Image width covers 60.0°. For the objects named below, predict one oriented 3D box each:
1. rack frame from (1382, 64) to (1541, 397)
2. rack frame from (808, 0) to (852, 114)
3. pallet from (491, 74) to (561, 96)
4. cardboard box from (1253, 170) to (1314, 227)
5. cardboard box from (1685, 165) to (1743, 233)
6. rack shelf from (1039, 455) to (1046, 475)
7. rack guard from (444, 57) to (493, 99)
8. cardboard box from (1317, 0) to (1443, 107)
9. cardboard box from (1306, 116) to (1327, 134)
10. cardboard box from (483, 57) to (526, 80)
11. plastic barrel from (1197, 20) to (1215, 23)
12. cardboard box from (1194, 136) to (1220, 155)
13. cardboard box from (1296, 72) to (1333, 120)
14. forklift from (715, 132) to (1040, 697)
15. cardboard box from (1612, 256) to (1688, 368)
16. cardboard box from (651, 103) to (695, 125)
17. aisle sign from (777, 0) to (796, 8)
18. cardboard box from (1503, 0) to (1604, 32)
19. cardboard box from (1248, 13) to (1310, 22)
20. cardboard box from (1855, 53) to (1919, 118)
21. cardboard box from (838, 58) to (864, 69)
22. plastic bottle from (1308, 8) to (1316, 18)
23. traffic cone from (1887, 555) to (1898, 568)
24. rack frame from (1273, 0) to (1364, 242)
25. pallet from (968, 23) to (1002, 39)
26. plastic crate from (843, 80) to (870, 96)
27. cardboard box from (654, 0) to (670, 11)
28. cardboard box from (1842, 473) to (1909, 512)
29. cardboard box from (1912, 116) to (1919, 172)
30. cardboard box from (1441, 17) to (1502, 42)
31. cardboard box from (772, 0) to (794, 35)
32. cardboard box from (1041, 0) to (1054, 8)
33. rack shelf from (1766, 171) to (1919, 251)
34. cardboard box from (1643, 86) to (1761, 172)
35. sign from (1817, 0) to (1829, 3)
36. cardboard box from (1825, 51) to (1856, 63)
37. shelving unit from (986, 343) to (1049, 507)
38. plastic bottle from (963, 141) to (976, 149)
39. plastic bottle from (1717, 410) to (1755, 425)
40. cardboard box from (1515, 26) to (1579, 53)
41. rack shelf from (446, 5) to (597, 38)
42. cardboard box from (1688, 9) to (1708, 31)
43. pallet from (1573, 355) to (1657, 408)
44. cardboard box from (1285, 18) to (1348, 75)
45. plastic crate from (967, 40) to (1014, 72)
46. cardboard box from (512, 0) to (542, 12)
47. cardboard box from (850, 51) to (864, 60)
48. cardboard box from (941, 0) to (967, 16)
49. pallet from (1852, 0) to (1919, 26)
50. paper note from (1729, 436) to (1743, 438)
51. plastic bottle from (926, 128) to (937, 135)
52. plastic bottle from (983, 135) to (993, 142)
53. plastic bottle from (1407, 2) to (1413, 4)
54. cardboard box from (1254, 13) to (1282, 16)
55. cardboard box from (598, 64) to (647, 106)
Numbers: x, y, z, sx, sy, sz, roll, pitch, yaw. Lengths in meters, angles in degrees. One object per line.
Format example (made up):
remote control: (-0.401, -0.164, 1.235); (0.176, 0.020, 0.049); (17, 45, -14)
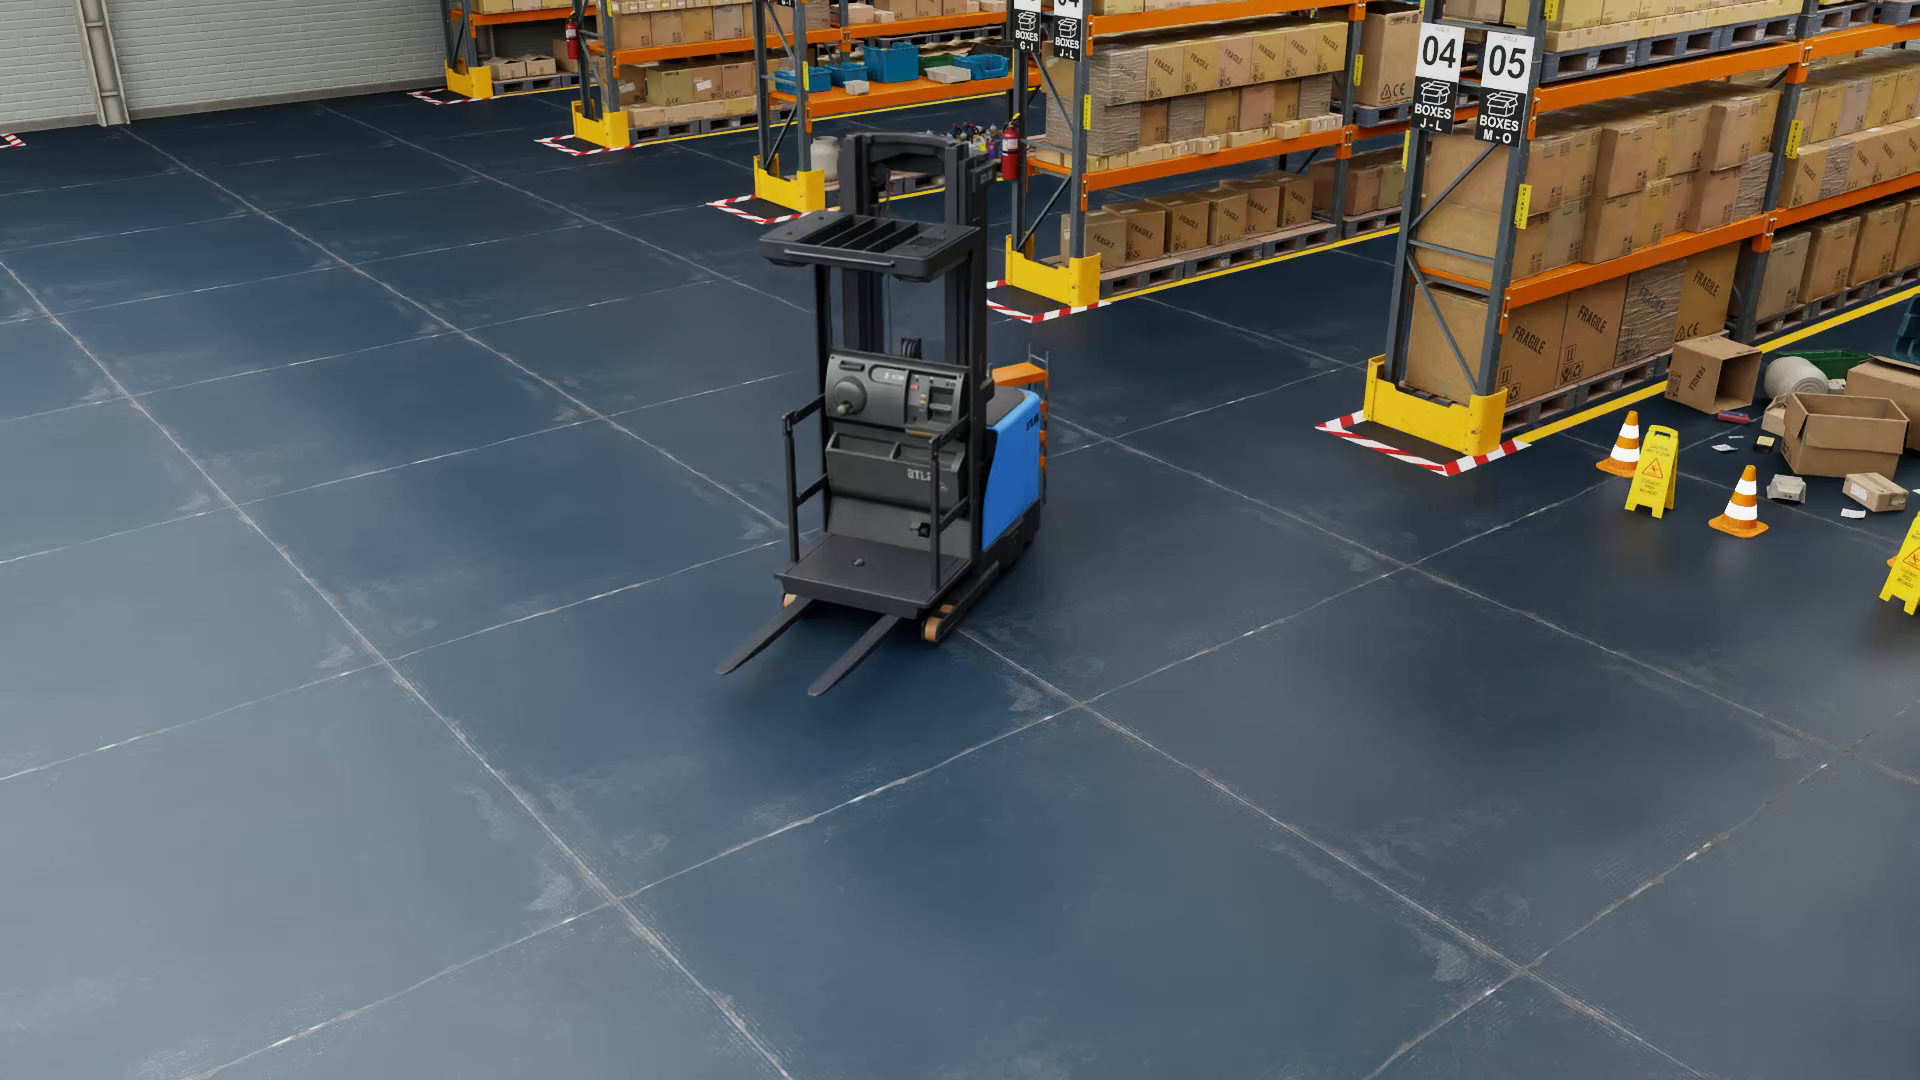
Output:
rack frame: (3.873, -2.253, 13.041); (0.127, 3.000, 1.000); (-18, 31, -34)
rack frame: (-2.070, -8.244, 25.950); (0.127, 3.000, 1.000); (-18, 31, -34)
pallet: (-7.557, -7.799, 28.304); (1.213, 0.211, 1.003); (-18, 31, -34)
cardboard box: (3.700, -3.927, 19.119); (0.500, 0.500, 0.500); (-19, 31, -36)
cardboard box: (6.319, -3.110, 14.709); (0.550, 0.550, 0.875); (-18, 31, -34)
rack shelf: (0.358, -0.535, 12.108); (0.480, 0.148, 0.258); (-15, 29, -29)
rack guard: (-8.218, -7.731, 27.813); (0.348, 0.500, 1.175); (-18, 31, -34)
cardboard box: (4.751, -5.584, 19.007); (1.000, 1.000, 1.000); (-18, 30, -34)
cardboard box: (3.849, -4.632, 18.466); (0.250, 0.149, 0.380); (-18, 31, -34)
cardboard box: (-7.678, -7.975, 28.041); (0.500, 0.311, 0.500); (-23, 33, -40)
plastic barrel: (3.453, -7.354, 23.899); (0.421, 0.512, 0.421); (0, 25, 0)
cardboard box: (2.503, -4.161, 17.450); (0.250, 0.149, 0.380); (-18, 31, -34)
cardboard box: (3.647, -5.045, 18.585); (0.500, 0.500, 0.875); (-18, 31, -34)
forklift: (-0.495, -0.890, 10.186); (1.130, 2.935, 3.031); (11, 27, 22)
cardboard box: (5.775, -2.143, 14.829); (0.875, 0.875, 0.875); (-18, 30, -34)
cardboard box: (-4.268, -6.345, 24.625); (0.500, 0.250, 0.500); (-18, 31, -34)
aisle sign: (-2.040, -6.626, 19.376); (0.004, 0.787, 0.394); (-18, 31, -34)
cardboard box: (4.411, -3.956, 12.356); (0.500, 0.250, 0.500); (-18, 31, -34)
cardboard box: (3.528, -5.562, 18.512); (0.500, 0.500, 0.500); (-18, 31, -34)
cardboard box: (9.412, -4.585, 16.759); (0.500, 0.500, 0.700); (-19, 31, -35)
cardboard box: (-1.592, -7.466, 26.376); (0.500, 0.311, 0.500); (-18, 30, -34)
plastic bottle: (5.487, -8.272, 26.069); (0.185, 0.351, 0.144); (-18, 31, -34)
traffic cone: (6.549, -0.027, 11.259); (0.334, 0.463, 0.336); (-18, 31, -34)
rack frame: (4.039, -4.961, 18.877); (0.127, 3.000, 1.000); (-18, 31, -34)
pallet: (0.604, -10.472, 34.063); (1.213, 0.211, 1.003); (-18, 31, -34)
plastic crate: (-1.262, -5.569, 20.500); (0.250, 0.136, 0.298); (-18, 31, -34)
cardboard box: (-4.373, -7.709, 23.907); (0.250, 0.149, 0.380); (-18, 30, -34)
cardboard box: (6.791, -0.355, 12.339); (0.250, 0.149, 0.380); (-3, 25, -7)
cardboard box: (9.586, -4.041, 16.775); (0.500, 0.500, 0.500); (-18, 31, -34)
cardboard box: (3.925, -3.934, 12.781); (0.250, 0.149, 0.380); (-18, 31, -34)
cardboard box: (-2.827, -8.033, 25.376); (0.500, 0.500, 0.700); (-19, 31, -35)
cardboard box: (1.114, -5.424, 16.489); (0.500, 0.250, 0.500); (-17, 30, -33)
rack shelf: (8.594, -3.485, 16.550); (4.000, 0.370, 1.077); (-18, 31, -34)
cardboard box: (6.348, -3.584, 14.448); (0.550, 0.550, 0.875); (-18, 31, -34)
sign: (7.364, -4.739, 14.127); (0.005, 0.325, 0.100); (-18, 31, -34)
cardboard box: (13.028, -7.112, 25.537); (0.875, 0.875, 0.875); (-18, 31, -34)
shelving unit: (0.358, -0.776, 11.996); (0.503, 1.200, 0.258); (-15, 29, -29)
plastic bottle: (0.119, -5.129, 21.950); (0.135, 0.276, 0.152); (-18, 30, -33)
plastic bottle: (6.482, -1.020, 13.875); (0.283, 0.061, 0.133); (15, 29, 29)
cardboard box: (4.340, -3.718, 12.316); (0.250, 0.149, 0.380); (-18, 30, -34)
rack shelf: (-6.704, -9.038, 28.515); (4.000, 0.370, 1.077); (-18, 31, -34)
cardboard box: (5.731, -4.177, 13.305); (0.250, 0.149, 0.380); (-18, 31, -34)
pallet: (5.413, -1.537, 14.810); (1.213, 0.211, 1.003); (-18, 31, -34)
cardboard box: (3.855, -5.387, 18.134); (0.500, 0.500, 0.500); (-18, 31, -34)
plastic crate: (0.493, -6.480, 22.223); (0.504, 0.338, 0.767); (-18, 31, -34)
cardboard box: (-7.298, -8.947, 27.619); (0.500, 0.250, 0.500); (-19, 31, -36)
cardboard box: (-1.523, -7.779, 27.049); (0.500, 0.311, 0.500); (-17, 30, -33)
cardboard box: (-0.233, -8.887, 27.217); (0.500, 0.500, 0.500); (-20, 32, -37)
pallet: (8.816, -5.129, 15.900); (1.213, 0.211, 1.003); (-17, 30, -32)
paper note: (6.321, -0.838, 13.544); (0.123, 0.001, 0.032); (-3, 25, -7)
plastic bottle: (-0.391, -5.368, 22.378); (0.185, 0.351, 0.144); (-19, 31, -34)
plastic bottle: (0.392, -5.296, 22.311); (0.135, 0.276, 0.152); (-18, 31, -34)
plastic bottle: (7.168, -8.414, 26.464); (0.135, 0.276, 0.152); (-18, 31, -34)
cardboard box: (5.700, -9.879, 31.916); (0.637, 0.503, 0.797); (-18, 31, -34)
cardboard box: (-4.980, -6.726, 24.556); (0.500, 0.500, 0.500); (-18, 31, -34)
